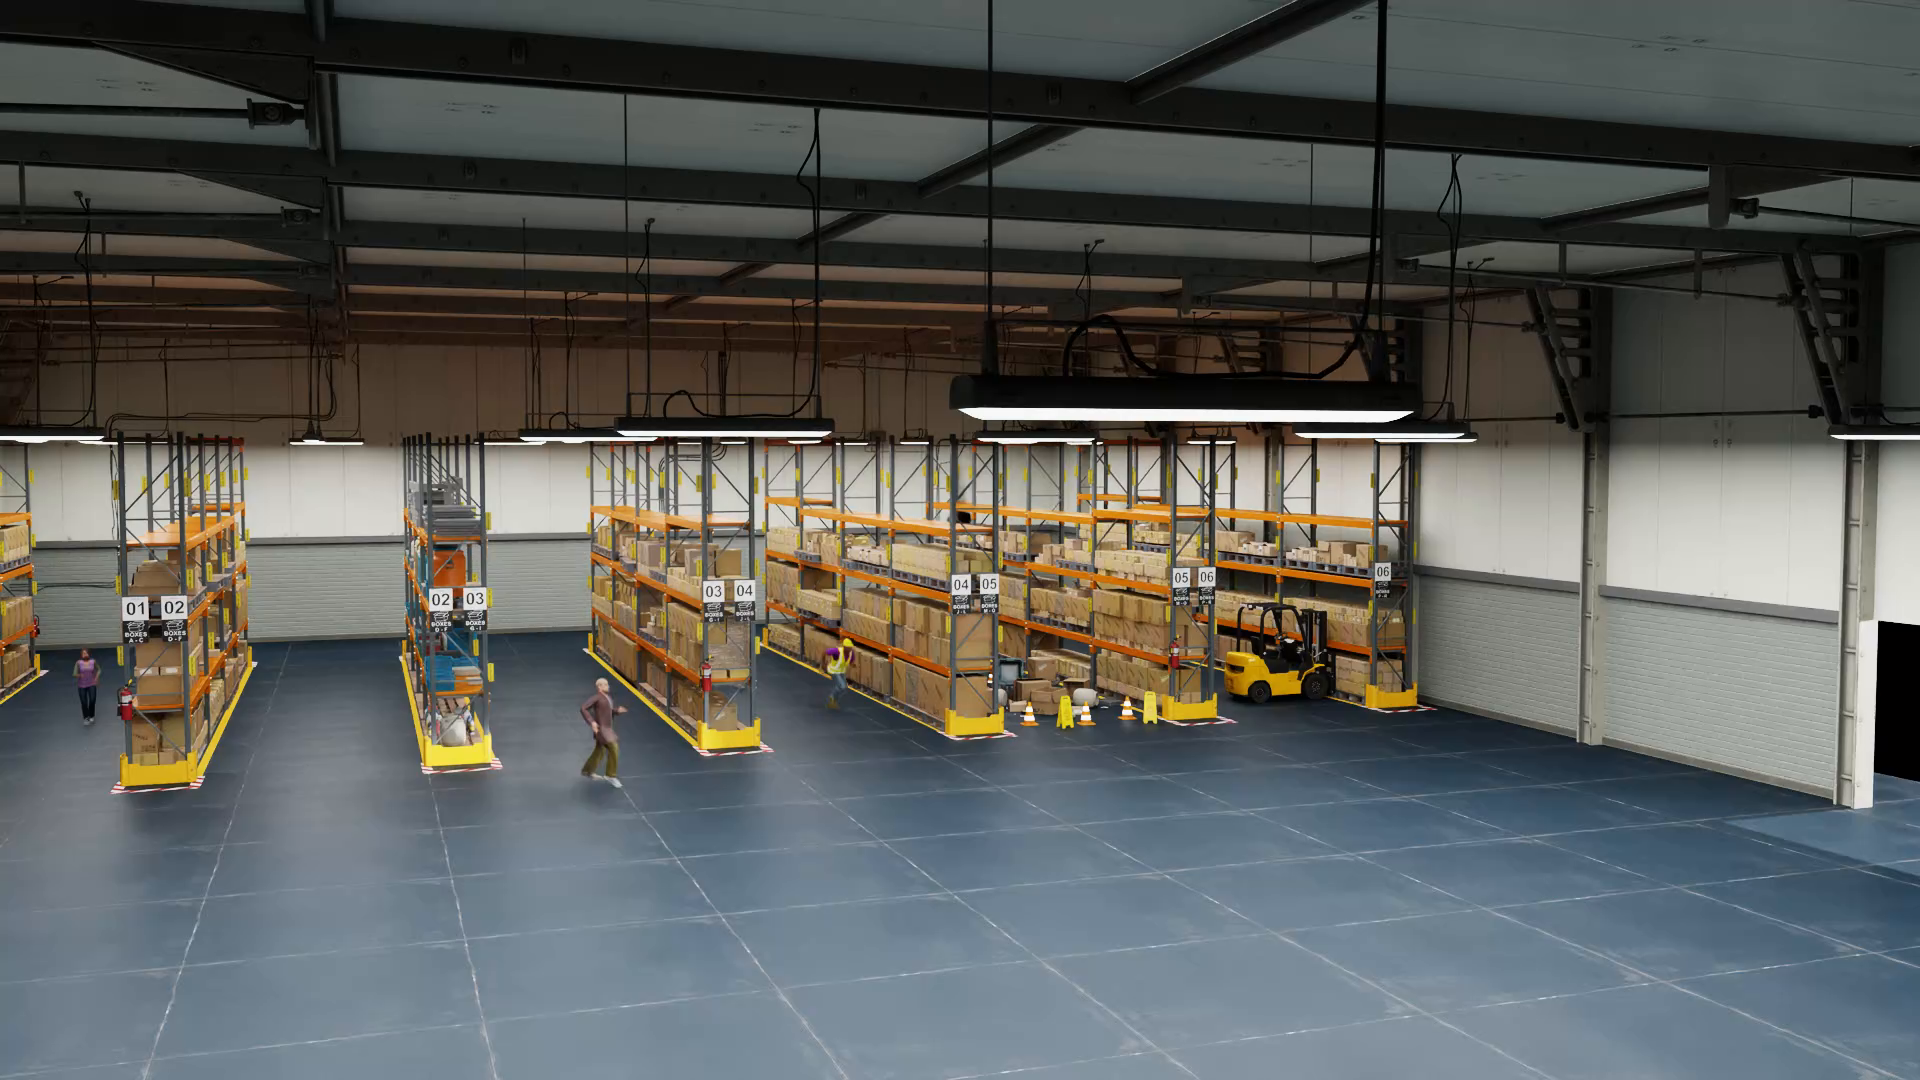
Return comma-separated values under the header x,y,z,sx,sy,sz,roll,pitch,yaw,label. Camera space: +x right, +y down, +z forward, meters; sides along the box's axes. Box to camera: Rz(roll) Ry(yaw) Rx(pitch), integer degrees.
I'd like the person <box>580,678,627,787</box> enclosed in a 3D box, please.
x,y,z,sx,sy,sz,roll,pitch,yaw,label
-6.065,3.269,28.215,0.856,1.850,0.671,0,3,6,person

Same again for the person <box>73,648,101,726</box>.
x,y,z,sx,sy,sz,roll,pitch,yaw,label
-17.940,3.032,34.185,0.513,1.599,0.608,-2,4,-29,person

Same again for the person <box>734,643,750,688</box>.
x,y,z,sx,sy,sz,roll,pitch,yaw,label
-5.178,2.801,39.477,0.639,1.488,0.754,-3,4,-41,person

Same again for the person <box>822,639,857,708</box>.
x,y,z,sx,sy,sz,roll,pitch,yaw,label
-2.646,2.917,36.190,0.739,1.578,0.892,-3,4,-44,person
